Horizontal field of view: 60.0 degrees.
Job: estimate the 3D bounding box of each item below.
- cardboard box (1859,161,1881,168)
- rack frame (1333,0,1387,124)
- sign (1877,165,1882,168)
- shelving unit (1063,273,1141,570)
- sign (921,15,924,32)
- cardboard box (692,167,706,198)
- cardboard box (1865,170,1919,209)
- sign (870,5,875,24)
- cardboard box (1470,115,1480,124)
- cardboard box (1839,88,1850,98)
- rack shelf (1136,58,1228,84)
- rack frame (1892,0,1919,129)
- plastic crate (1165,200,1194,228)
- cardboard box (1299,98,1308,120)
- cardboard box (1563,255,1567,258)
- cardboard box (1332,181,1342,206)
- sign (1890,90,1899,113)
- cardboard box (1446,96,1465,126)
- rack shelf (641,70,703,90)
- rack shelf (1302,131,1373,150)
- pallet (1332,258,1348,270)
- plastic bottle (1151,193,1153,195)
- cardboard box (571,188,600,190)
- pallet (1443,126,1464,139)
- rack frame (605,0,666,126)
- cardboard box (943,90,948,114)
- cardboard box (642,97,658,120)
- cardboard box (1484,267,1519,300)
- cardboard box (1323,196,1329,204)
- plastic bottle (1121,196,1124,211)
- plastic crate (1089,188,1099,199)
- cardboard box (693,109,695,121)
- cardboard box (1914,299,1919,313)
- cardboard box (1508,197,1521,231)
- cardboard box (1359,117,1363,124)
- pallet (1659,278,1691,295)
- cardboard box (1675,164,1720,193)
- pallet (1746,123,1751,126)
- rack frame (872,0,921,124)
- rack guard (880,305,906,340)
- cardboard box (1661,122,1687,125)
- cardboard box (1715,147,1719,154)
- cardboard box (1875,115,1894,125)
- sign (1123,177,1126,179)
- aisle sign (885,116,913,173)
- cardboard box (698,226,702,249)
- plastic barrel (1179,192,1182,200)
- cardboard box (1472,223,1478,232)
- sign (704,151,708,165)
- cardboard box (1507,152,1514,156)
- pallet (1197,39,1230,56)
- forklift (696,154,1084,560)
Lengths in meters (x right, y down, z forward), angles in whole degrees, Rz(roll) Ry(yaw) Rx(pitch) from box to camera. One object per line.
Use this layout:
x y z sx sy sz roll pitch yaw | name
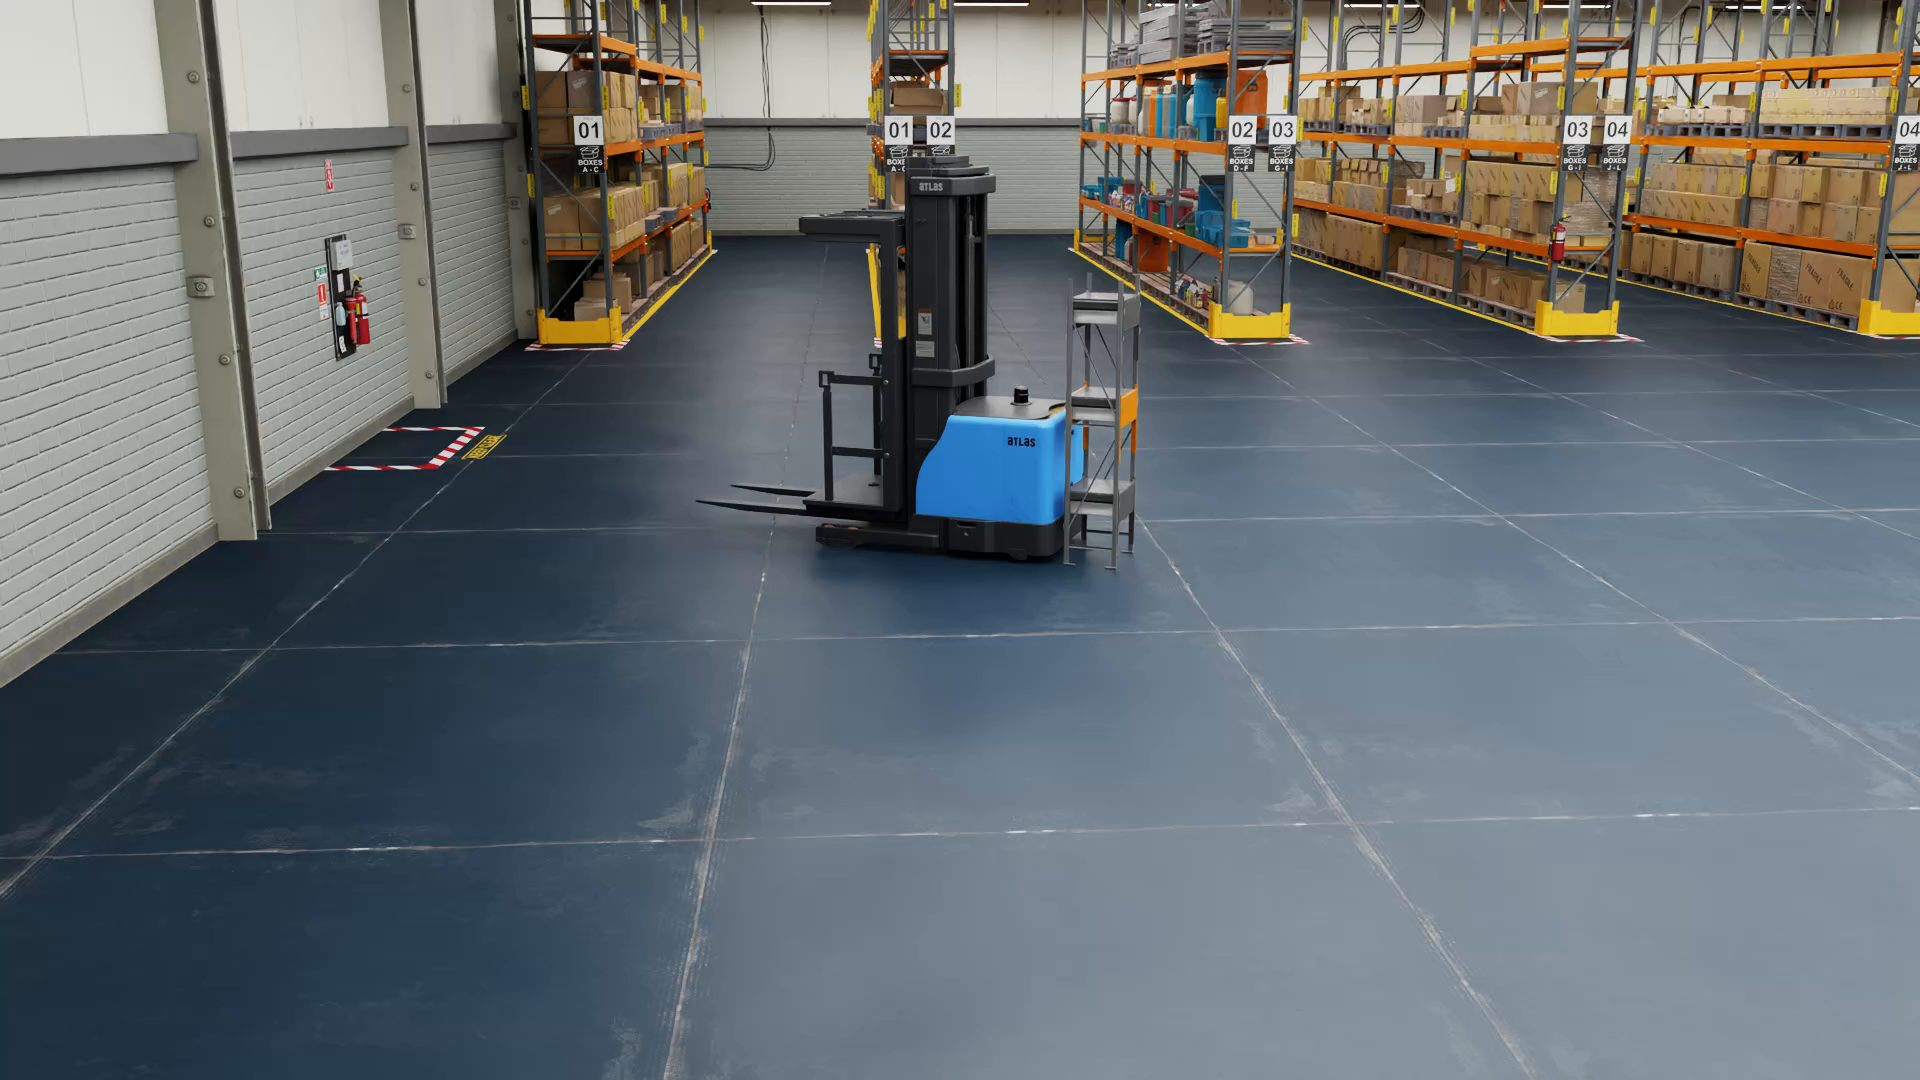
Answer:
18.407 -7.353 33.376 0.500 0.500 0.500 -1 14 -5 | cardboard box
8.561 -10.443 35.553 1.000 3.000 0.127 -1 14 -3 | rack frame
18.146 -7.247 32.848 0.100 0.325 0.005 -1 14 -3 | sign
1.041 -0.876 12.217 0.431 2.100 0.503 5 15 19 | shelving unit
-0.773 -10.830 34.865 0.100 0.325 0.005 -1 14 -3 | sign
-6.477 -8.321 38.745 0.980 0.700 0.700 0 14 -1 | cardboard box
14.277 -5.293 25.109 0.875 0.550 0.550 -1 14 -3 | cardboard box
-1.620 -9.776 30.928 0.100 0.325 0.005 -1 14 -3 | sign
8.769 -7.035 27.830 0.380 0.149 0.250 -1 14 -5 | cardboard box
13.840 -6.904 25.681 0.380 0.149 0.250 -1 14 -3 | cardboard box
3.989 -8.332 29.596 1.077 0.370 4.000 -1 14 -3 | rack shelf
14.261 -7.510 24.154 1.000 3.000 0.127 -1 14 -3 | rack frame
3.778 -5.618 28.712 0.402 0.464 0.583 -1 14 -3 | plastic crate
8.313 -10.015 38.665 0.700 0.500 0.500 -1 14 -5 | cardboard box
13.299 -6.394 36.029 0.500 0.500 0.500 0 14 -1 | cardboard box
8.340 -7.467 35.828 0.500 0.500 0.500 -1 14 -3 | cardboard box
13.719 -6.442 24.408 0.100 0.325 0.005 -1 14 -3 | sign
9.067 -7.606 29.500 0.797 0.503 0.637 0 14 -1 | cardboard box
-6.394 -10.168 36.734 1.077 0.370 4.000 -1 14 -3 | rack shelf
8.437 -9.139 37.950 1.077 0.370 4.000 -1 14 -3 | rack shelf
8.684 -5.996 35.907 1.003 0.211 1.213 -1 14 -3 | pallet
3.926 -6.903 33.937 0.144 0.351 0.185 -1 14 -3 | plastic bottle
-5.926 -5.370 26.632 0.500 0.500 0.500 -1 14 -4 | cardboard box
9.125 -7.064 28.820 1.213 0.211 1.003 -1 14 -3 | pallet
-6.023 -9.218 30.795 1.000 3.000 0.127 -1 14 -3 | rack frame
-0.413 -6.590 25.276 0.500 0.500 0.500 -1 14 -3 | cardboard box
-6.110 -8.145 31.558 0.700 0.500 0.500 -2 15 -8 | cardboard box
9.084 -4.298 27.885 0.500 0.500 0.500 4 15 14 | cardboard box
8.215 -7.486 36.607 0.380 0.149 0.250 -1 14 -3 | cardboard box
3.324 -6.867 33.929 0.061 0.283 0.133 -1 14 -3 | plastic bottle
3.156 -7.935 38.062 0.416 0.233 0.300 -1 14 -3 | plastic crate
-6.107 -9.370 36.662 0.500 0.250 0.500 -1 14 -5 | cardboard box
15.958 -3.876 27.557 0.396 0.266 0.258 2 15 6 | cardboard box
9.159 -5.130 26.147 0.875 0.500 0.500 -1 14 -3 | cardboard box
8.503 -8.699 34.457 0.380 0.149 0.250 -1 15 -6 | cardboard box
13.812 -4.743 31.038 1.003 0.211 1.213 -1 14 -3 | pallet
13.850 -6.761 31.078 0.700 0.500 0.500 -1 14 -4 | cardboard box
18.412 -9.303 37.324 1.003 0.211 1.213 -1 14 -3 | pallet
-1.327 -10.291 34.962 1.000 3.000 0.127 -1 14 -3 | rack frame
-0.582 -3.184 24.399 1.175 0.500 0.348 -1 14 -3 | rack guard
13.996 -8.241 32.816 0.500 0.500 0.500 -1 14 -3 | cardboard box
18.042 -9.179 39.173 0.380 0.149 0.250 -1 14 -3 | cardboard box
13.902 -6.264 24.795 0.380 0.149 0.250 -1 14 -4 | cardboard box
3.918 -8.547 39.898 0.100 0.325 0.005 -1 14 -3 | sign
-0.872 -5.639 23.705 0.394 0.787 0.004 -1 14 -3 | aisle sign
-6.344 -6.998 38.380 0.700 0.500 0.500 -1 14 -4 | cardboard box
4.168 -6.163 30.734 0.421 0.512 0.421 0 14 0 | plastic barrel
8.815 -5.244 27.891 0.380 0.149 0.250 -1 14 -3 | cardboard box
-5.976 -8.983 39.121 0.100 0.325 0.005 -1 14 -3 | sign
13.080 -8.889 38.751 0.500 0.500 0.500 -1 14 -5 | cardboard box
4.271 -7.583 25.619 1.003 0.211 1.213 -1 14 -3 | pallet
-0.589 -1.472 12.864 3.031 2.935 1.130 5 15 19 | forklift
